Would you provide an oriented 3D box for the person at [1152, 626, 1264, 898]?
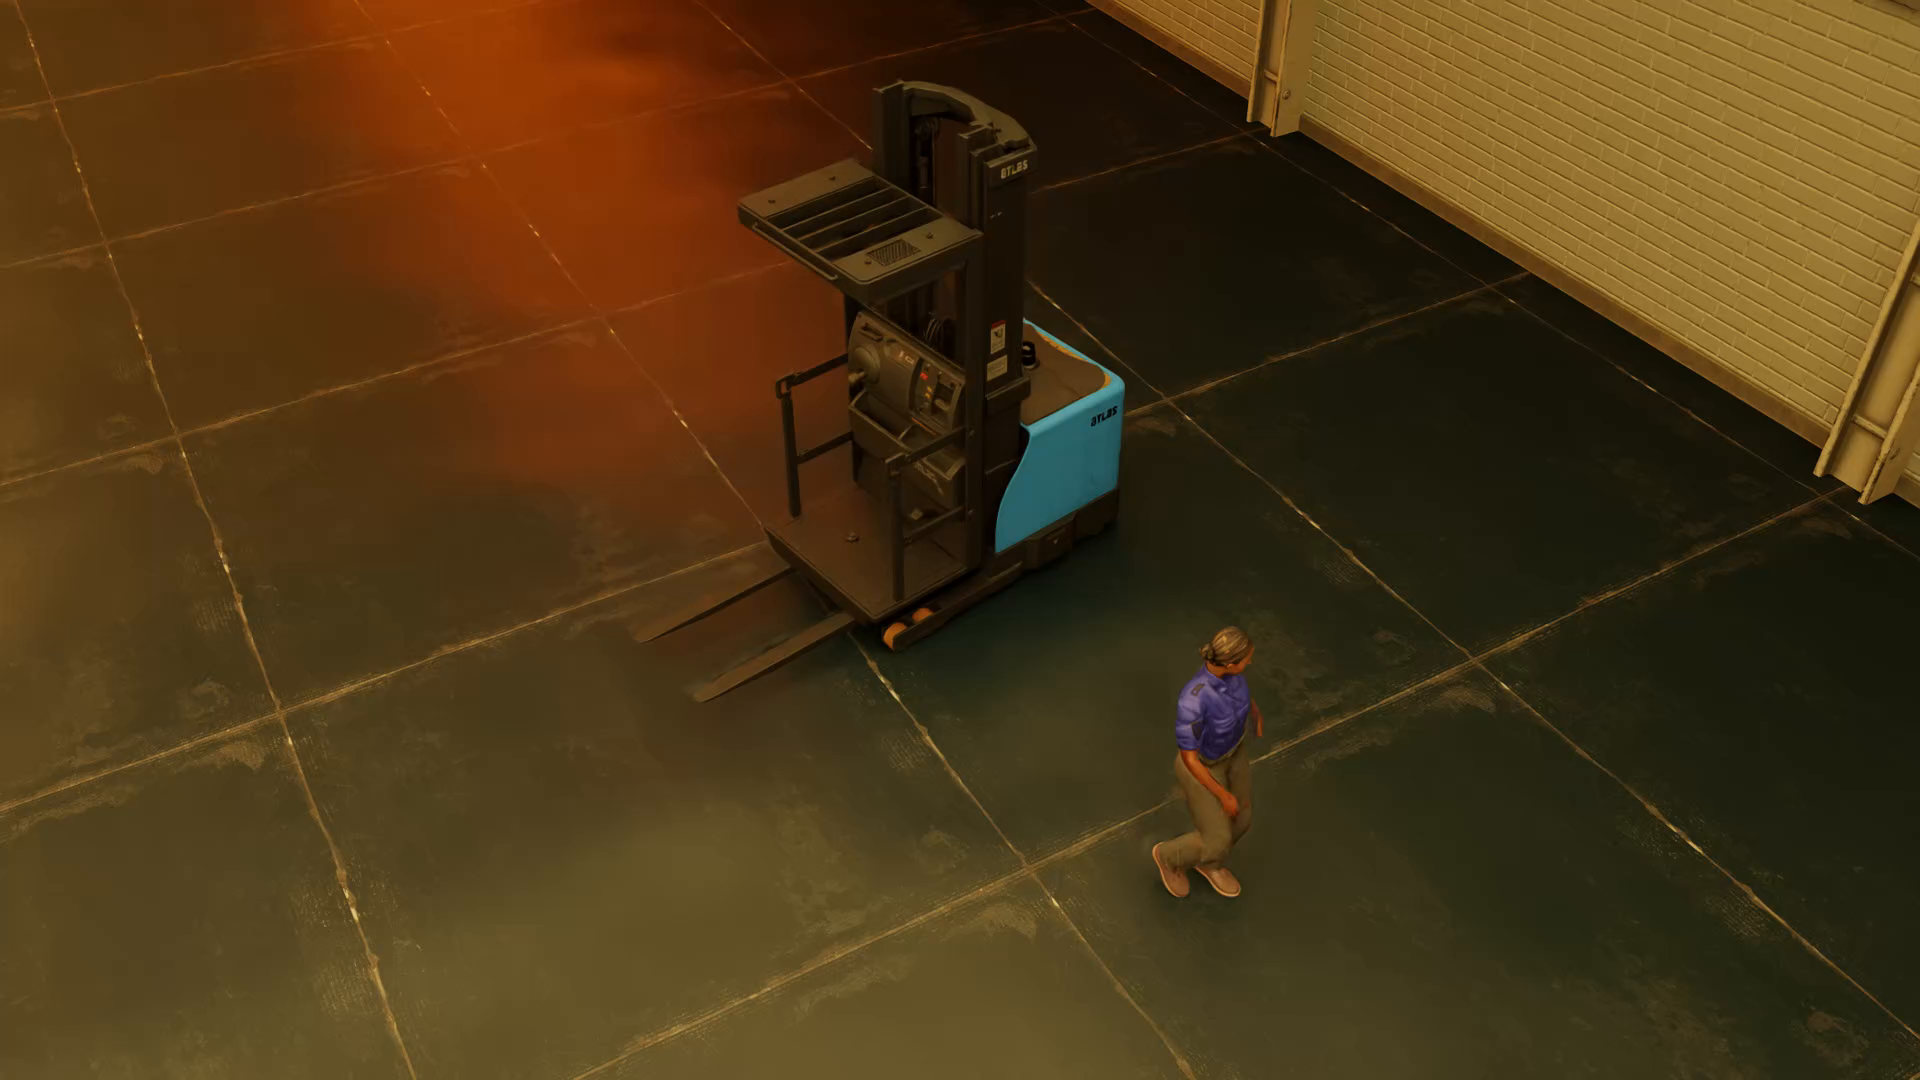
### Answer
[{"bbox_3d":[1.255,1.042,7.812,0.444,1.626,0.685,31,49,32],"label":"person"}]

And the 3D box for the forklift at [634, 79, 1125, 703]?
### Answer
[{"bbox_3d":[-0.462,-0.870,9.085,3.031,2.935,1.130,-28,47,-30],"label":"forklift"}]
